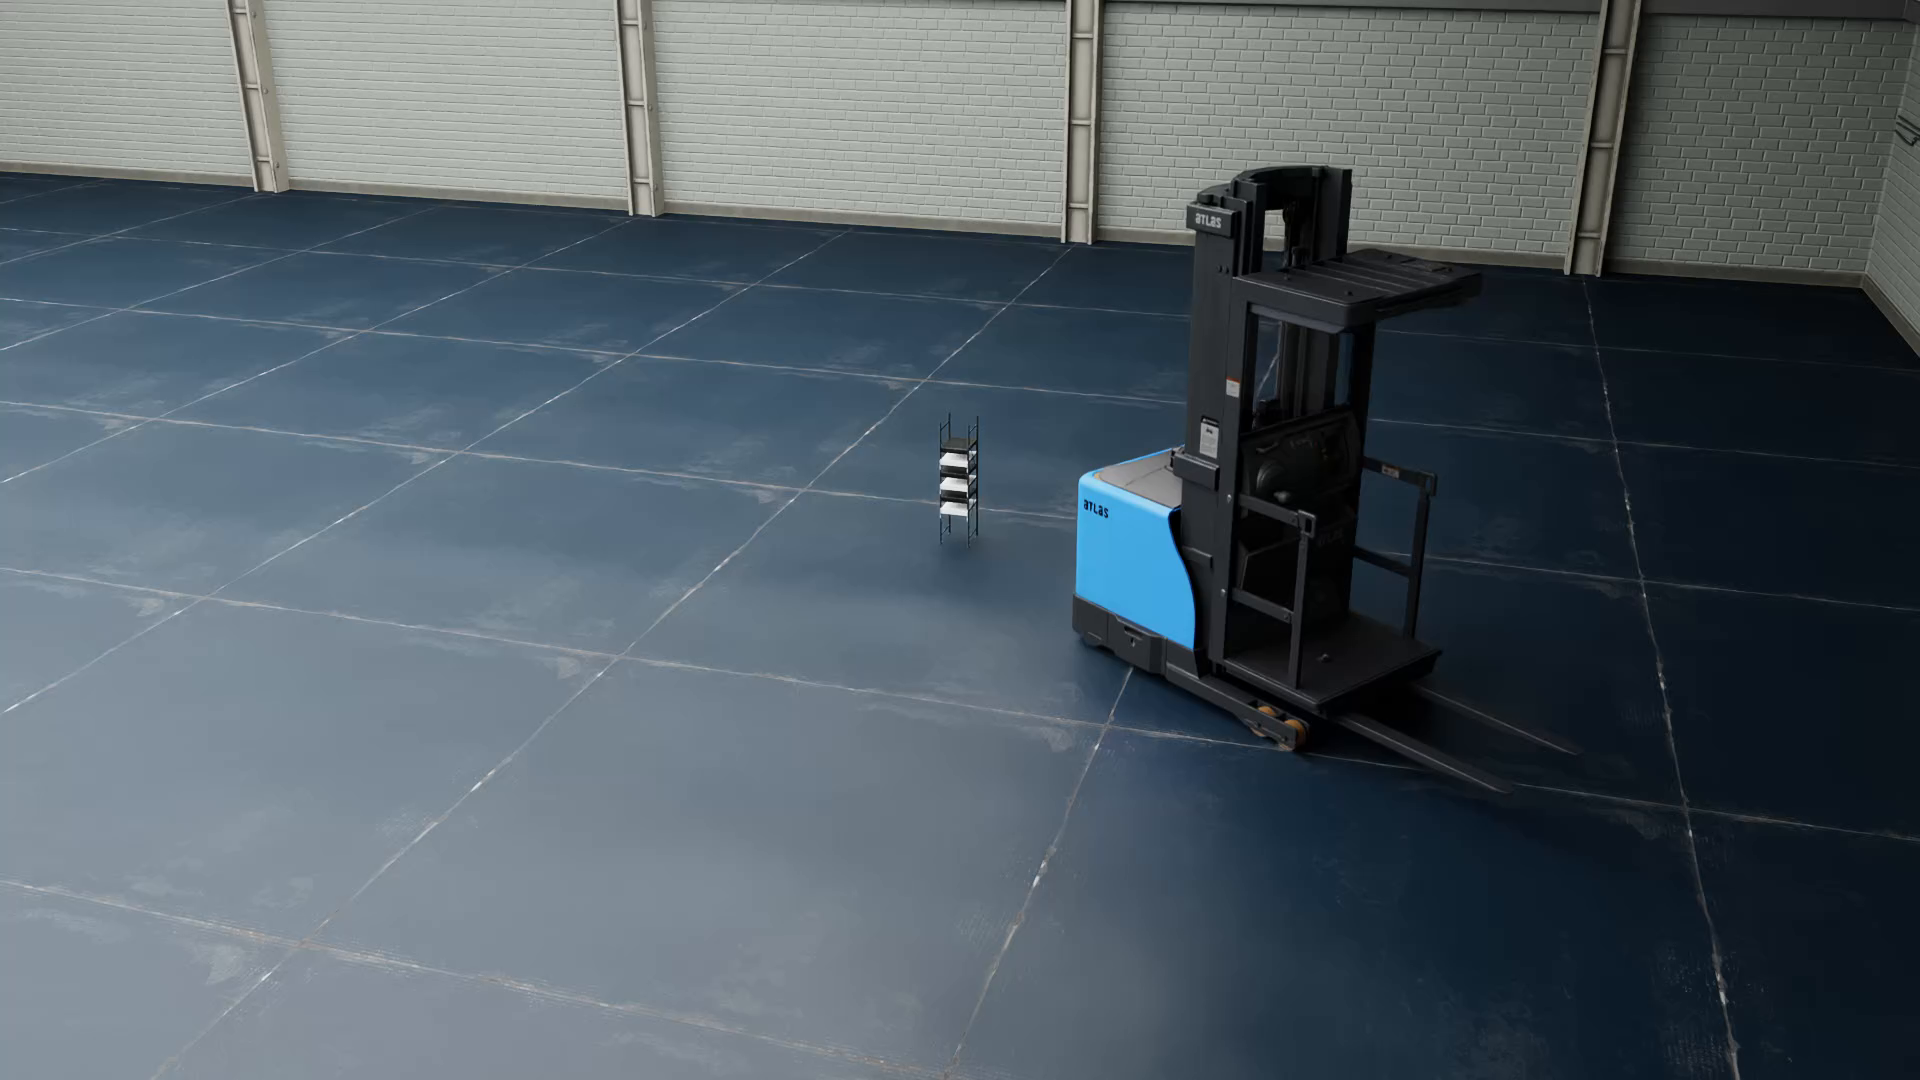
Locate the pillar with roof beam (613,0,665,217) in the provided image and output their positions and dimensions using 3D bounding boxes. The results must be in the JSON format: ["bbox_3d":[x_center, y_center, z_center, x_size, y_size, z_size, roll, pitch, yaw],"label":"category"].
[{"bbox_3d":[-5.488,-7.028,17.046,0.400,9.000,9.100,7,23,16],"label":"pillar with roof beam"}]

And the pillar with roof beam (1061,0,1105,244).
[{"bbox_3d":[0.257,-6.370,15.443,0.400,9.000,9.100,7,23,16],"label":"pillar with roof beam"}]

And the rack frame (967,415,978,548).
[{"bbox_3d":[0.090,-0.406,11.574,0.006,0.900,0.240,7,23,16],"label":"rack frame"}]

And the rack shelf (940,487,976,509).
[{"bbox_3d":[-0.008,-0.303,11.648,0.200,0.077,0.258,7,23,16],"label":"rack shelf"}]

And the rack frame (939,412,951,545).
[{"bbox_3d":[-0.105,-0.428,11.629,0.006,0.900,0.240,7,23,16],"label":"rack frame"}]

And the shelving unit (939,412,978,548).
[{"bbox_3d":[-0.008,-0.417,11.601,0.210,0.900,0.258,7,23,16],"label":"shelving unit"}]

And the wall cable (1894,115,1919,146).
[{"bbox_3d":[9.683,-5.037,16.283,0.112,2.526,3.097,7,23,16],"label":"wall cable"}]

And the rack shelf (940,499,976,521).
[{"bbox_3d":[-0.008,-0.220,11.682,0.200,0.077,0.258,7,23,16],"label":"rack shelf"}]

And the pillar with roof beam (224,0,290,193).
[{"bbox_3d":[-11.232,-7.686,18.650,0.400,9.000,9.100,7,23,16],"label":"pillar with roof beam"}]

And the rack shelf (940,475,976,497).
[{"bbox_3d":[-0.008,-0.386,11.614,0.200,0.077,0.258,7,23,16],"label":"rack shelf"}]

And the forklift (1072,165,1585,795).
[{"bbox_3d":[2.004,-0.431,8.959,1.130,2.935,3.031,-17,28,-35],"label":"forklift"}]

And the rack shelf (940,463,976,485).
[{"bbox_3d":[-0.008,-0.470,11.580,0.200,0.077,0.258,7,23,16],"label":"rack shelf"}]

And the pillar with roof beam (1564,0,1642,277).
[{"bbox_3d":[6.001,-5.713,13.839,0.400,9.000,9.100,7,23,16],"label":"pillar with roof beam"}]

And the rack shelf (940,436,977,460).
[{"bbox_3d":[-0.008,-0.636,11.512,0.200,0.077,0.258,7,23,16],"label":"rack shelf"}]

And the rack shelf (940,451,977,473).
[{"bbox_3d":[-0.008,-0.553,11.546,0.200,0.077,0.258,7,23,16],"label":"rack shelf"}]
